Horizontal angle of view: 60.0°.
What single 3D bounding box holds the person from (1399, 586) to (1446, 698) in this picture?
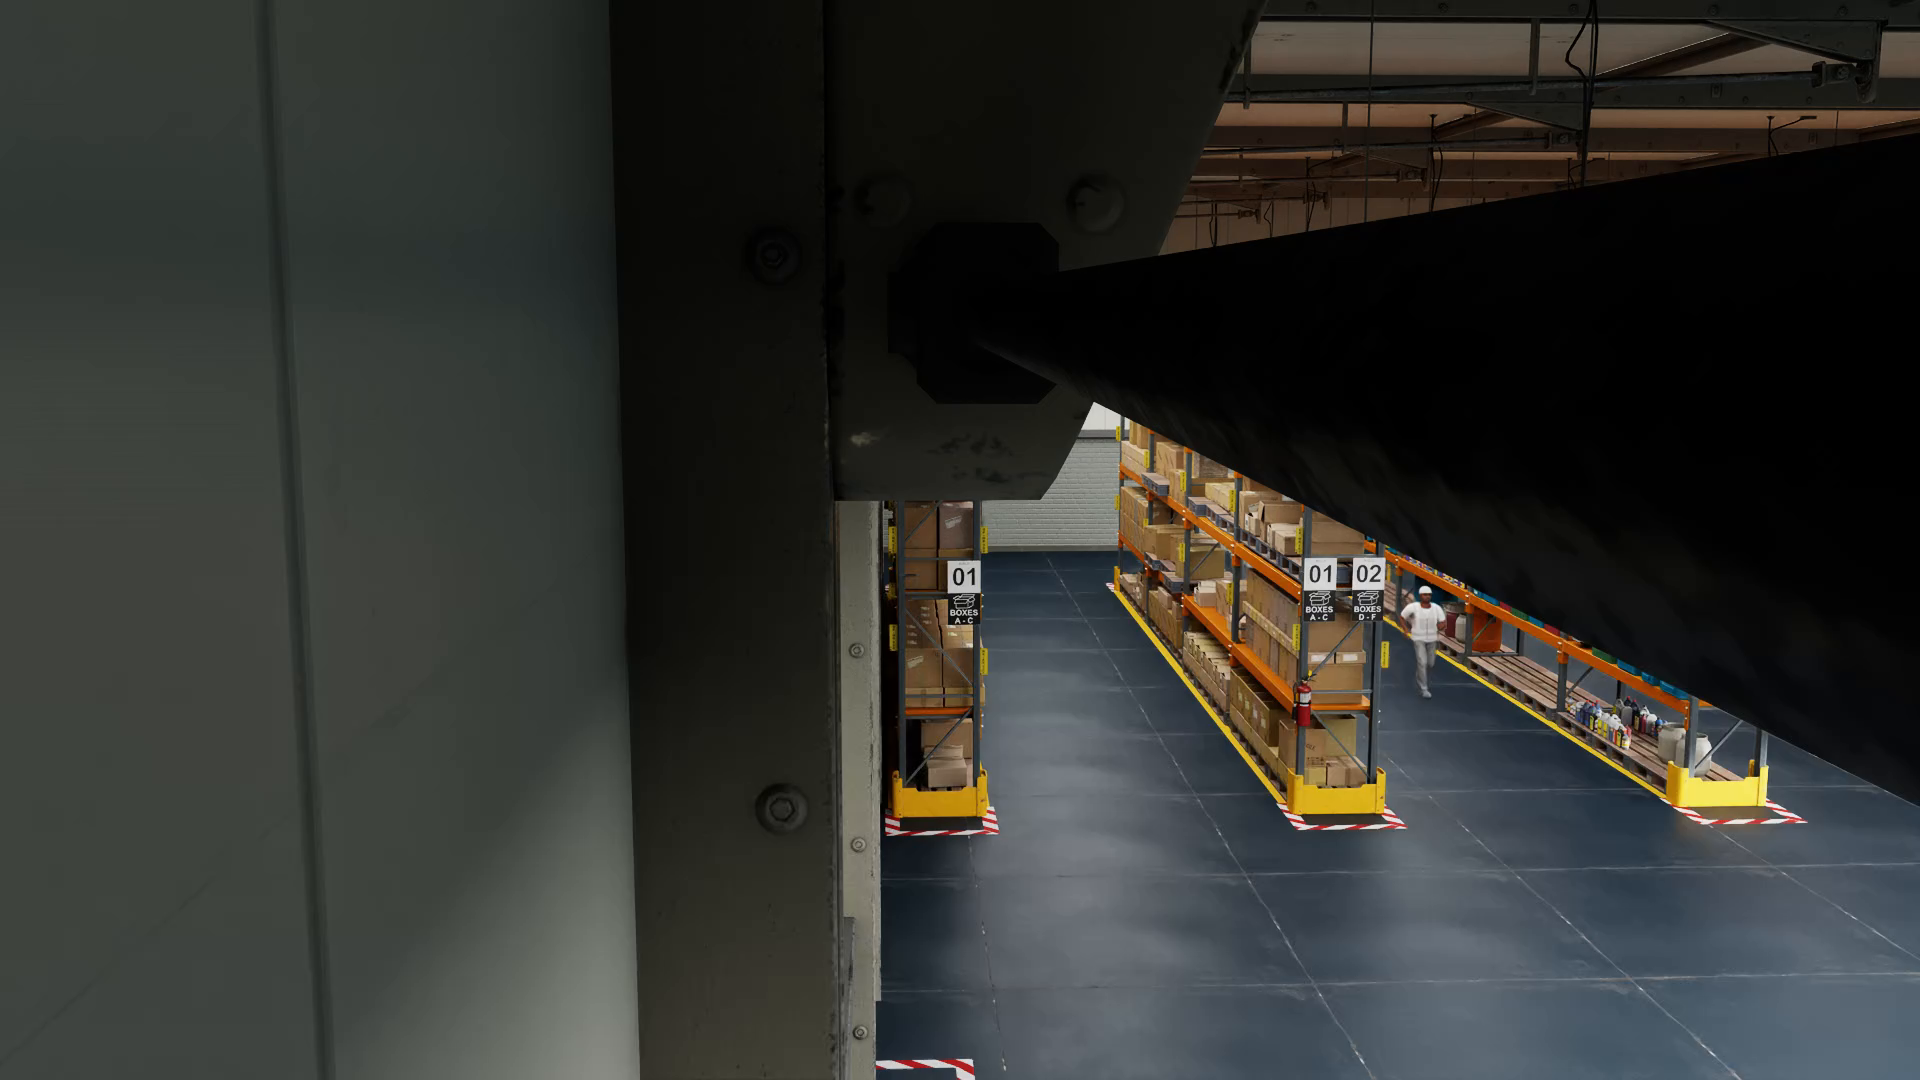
[{"bbox_3d":[7.472,1.606,26.794,0.711,1.748,0.954,-1,8,-4],"label":"person"}]
